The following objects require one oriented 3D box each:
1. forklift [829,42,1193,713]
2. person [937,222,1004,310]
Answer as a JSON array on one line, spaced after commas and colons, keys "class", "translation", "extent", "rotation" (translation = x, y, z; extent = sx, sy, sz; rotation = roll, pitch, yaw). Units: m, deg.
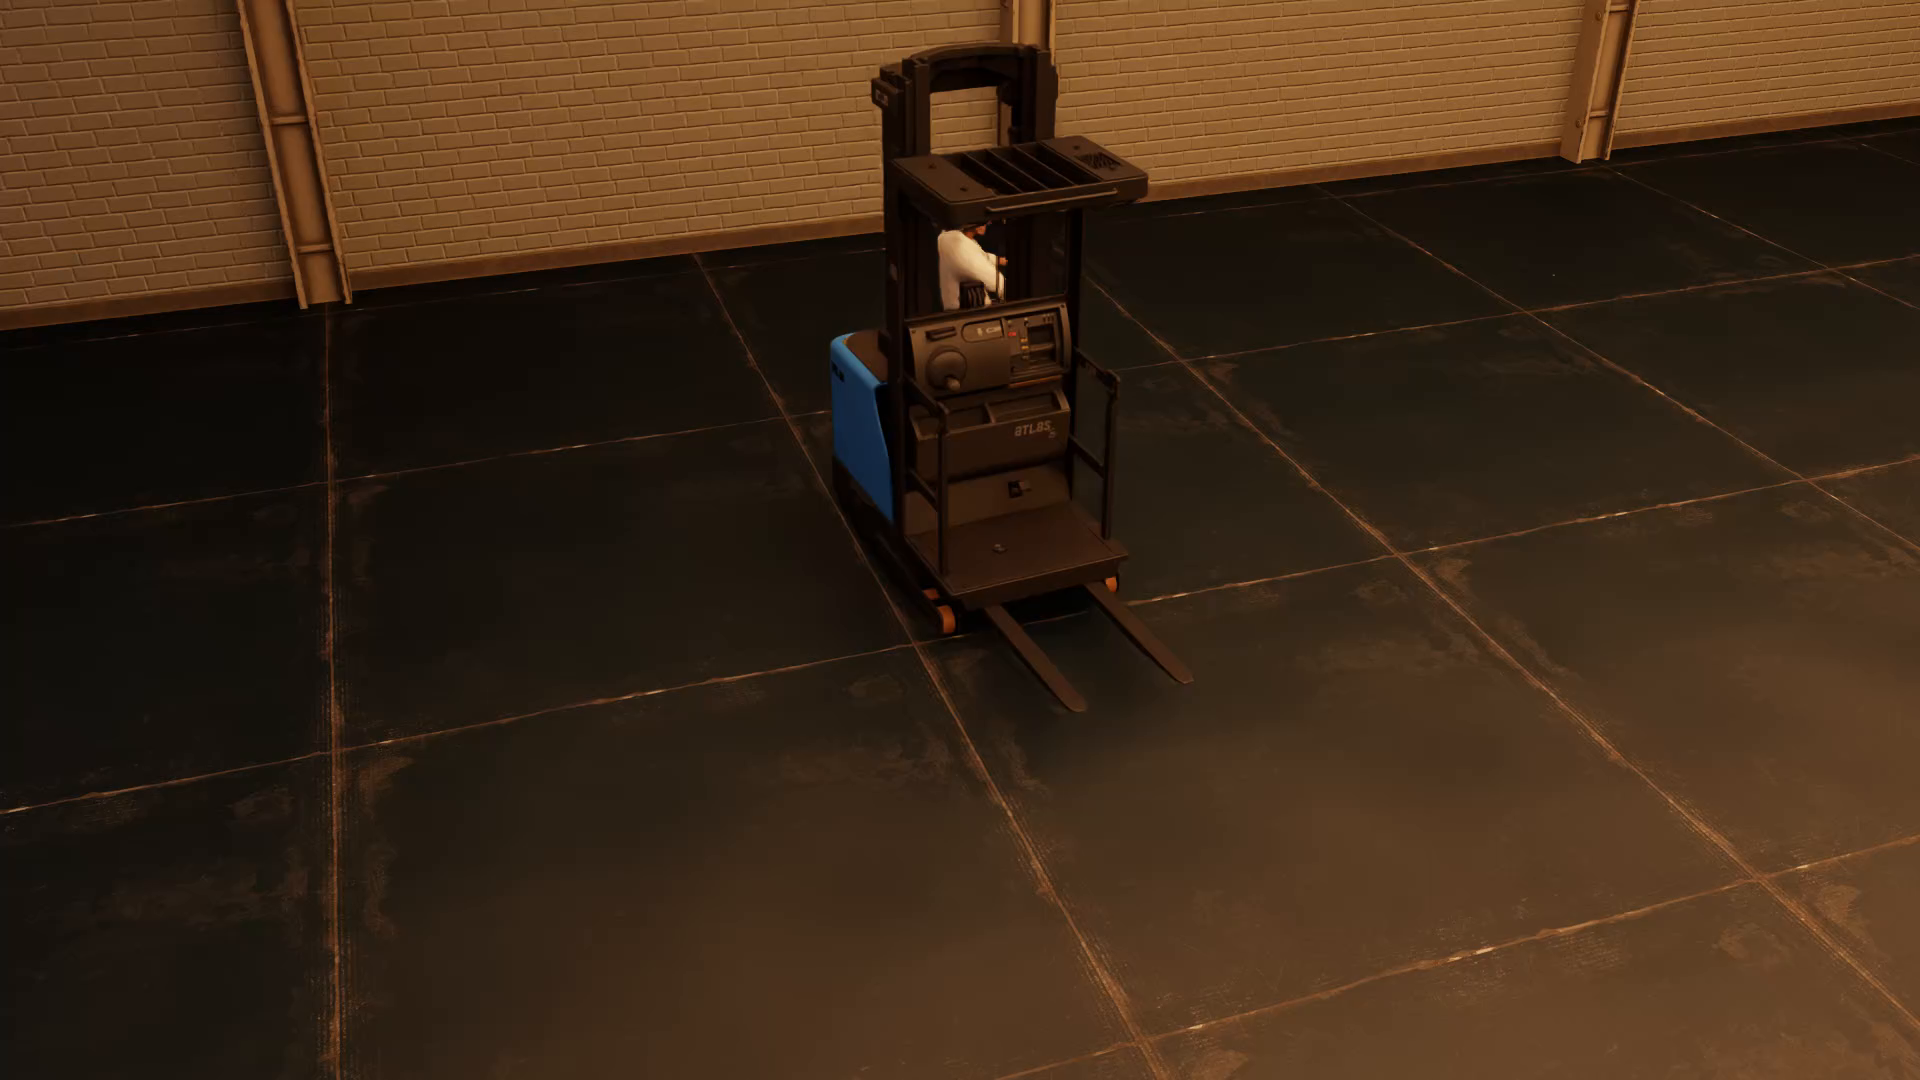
[{"class": "forklift", "translation": [0.256, -0.993, 8.813], "extent": [1.130, 2.935, 3.031], "rotation": [-12, 32, -20]}, {"class": "person", "translation": [0.233, -1.521, 11.156], "extent": [0.687, 1.624, 0.883], "rotation": [-13, 32, -21]}]
